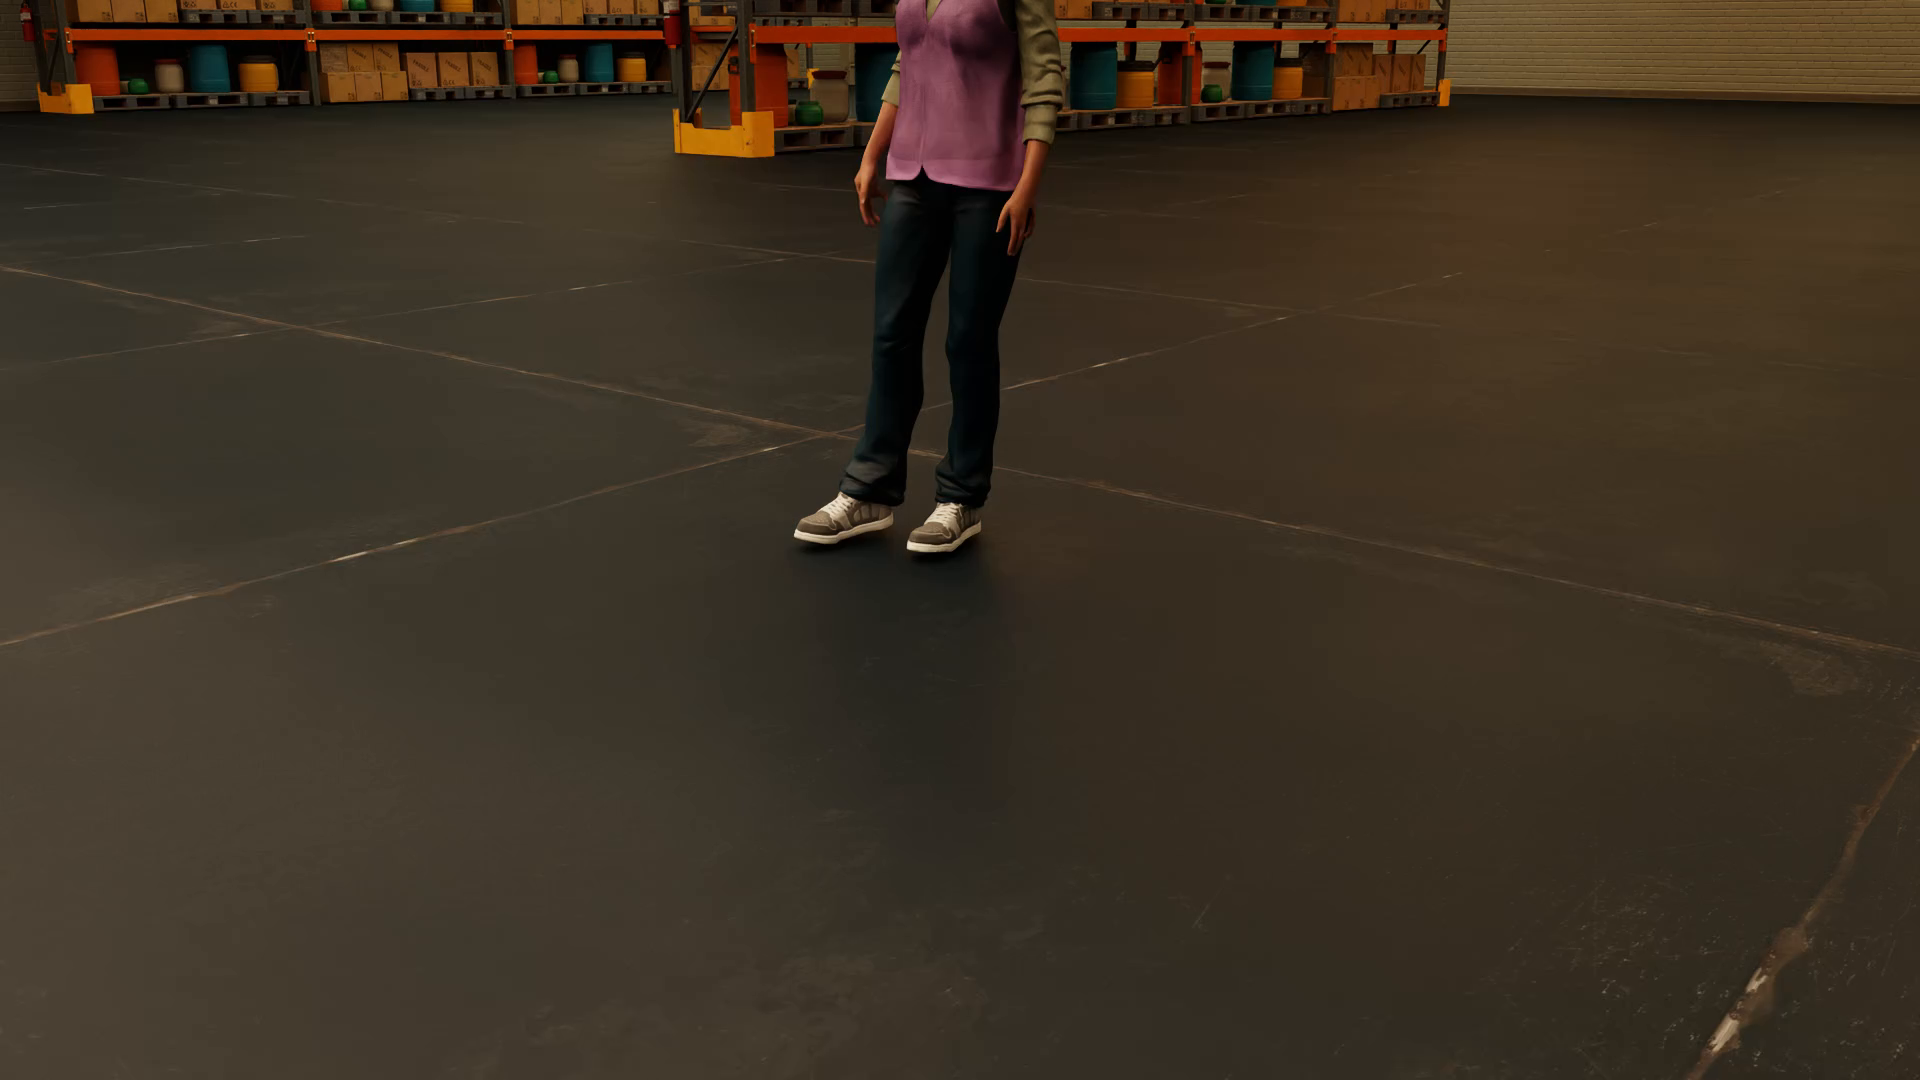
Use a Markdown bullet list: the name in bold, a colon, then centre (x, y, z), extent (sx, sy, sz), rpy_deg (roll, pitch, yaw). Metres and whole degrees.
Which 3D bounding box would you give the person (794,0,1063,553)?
- **person**: centre (-0.059, -0.756, 3.662), extent (0.520, 1.595, 0.473), rpy_deg (13, 21, 37)
